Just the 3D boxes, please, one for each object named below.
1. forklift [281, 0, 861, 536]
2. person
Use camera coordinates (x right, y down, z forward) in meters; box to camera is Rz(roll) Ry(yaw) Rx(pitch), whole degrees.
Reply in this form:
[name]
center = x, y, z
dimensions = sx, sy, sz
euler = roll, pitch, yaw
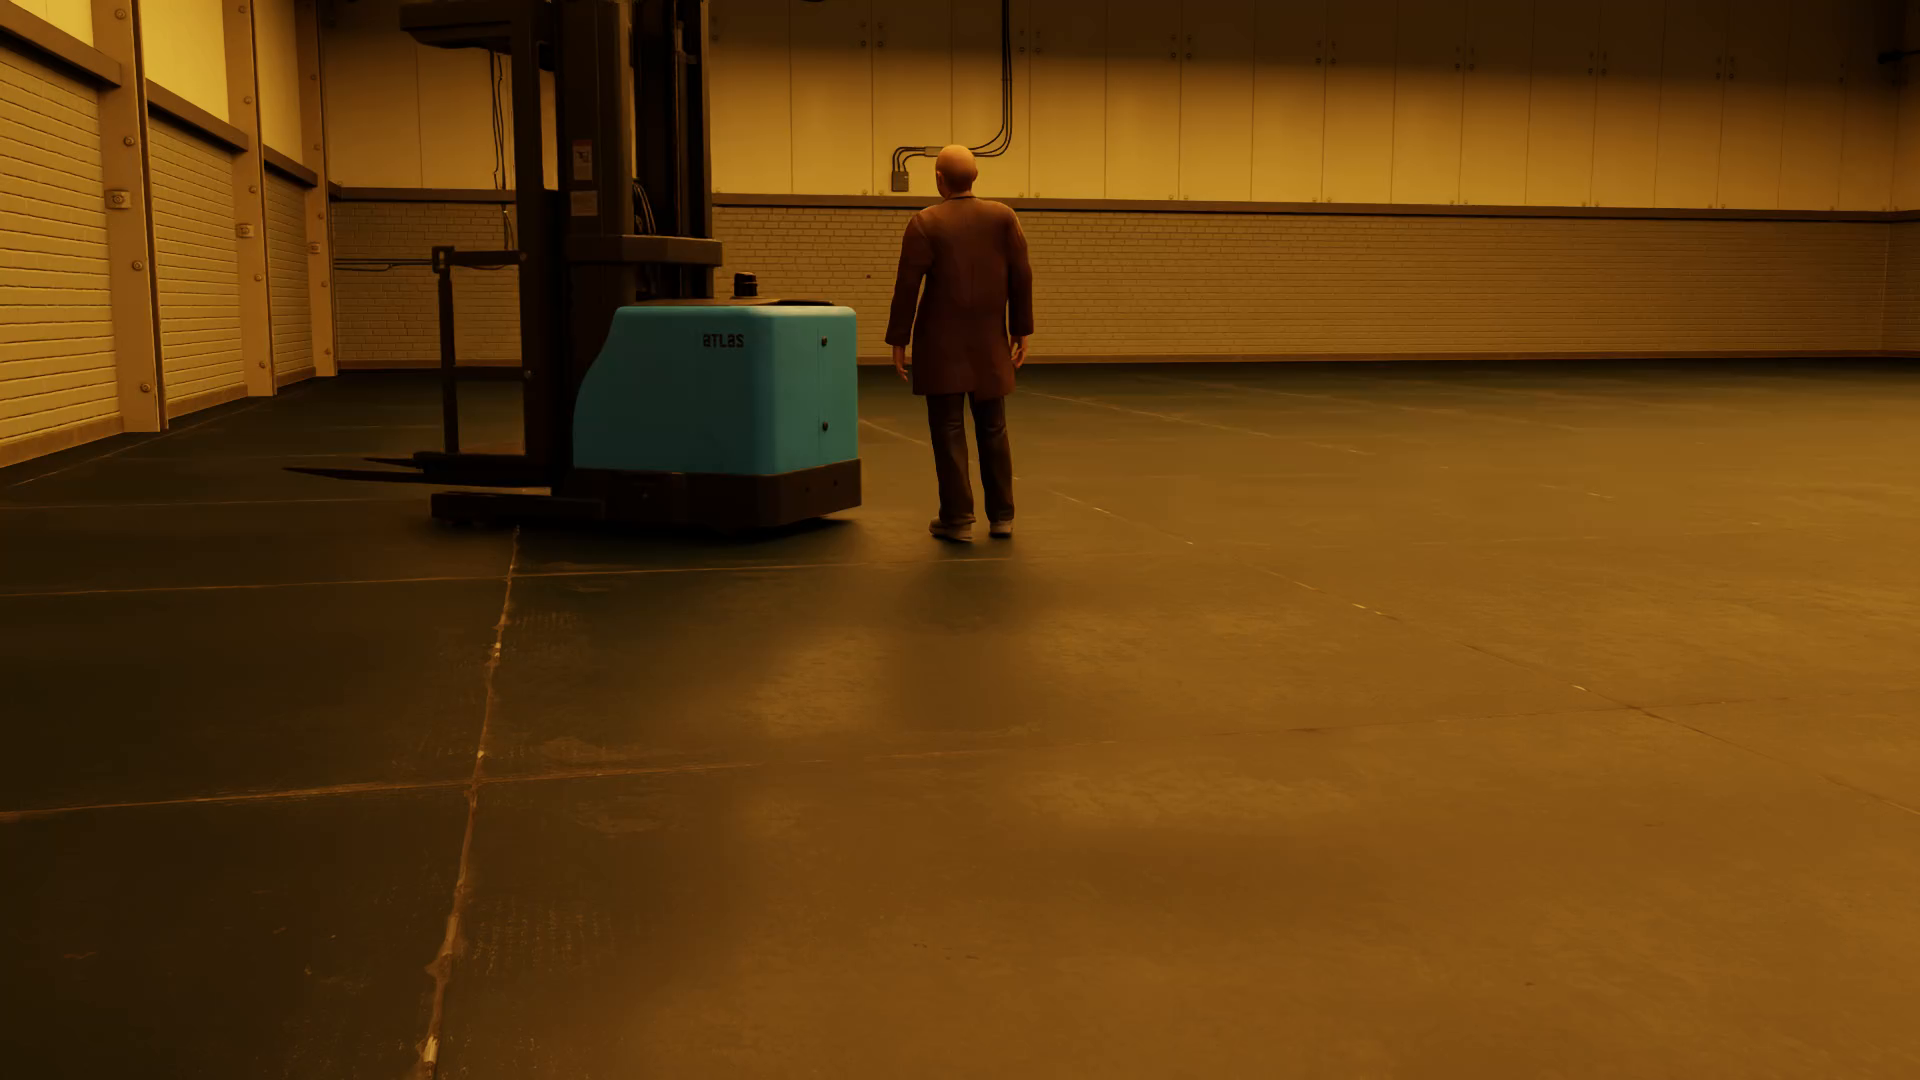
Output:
[forklift]
center = -2.074, -1.577, 8.400
dimensions = 3.031, 2.935, 1.130
euler = 3, 9, 22
[person]
center = -0.016, -0.900, 7.671
dimensions = 0.696, 1.776, 0.582
euler = -2, 8, -13
